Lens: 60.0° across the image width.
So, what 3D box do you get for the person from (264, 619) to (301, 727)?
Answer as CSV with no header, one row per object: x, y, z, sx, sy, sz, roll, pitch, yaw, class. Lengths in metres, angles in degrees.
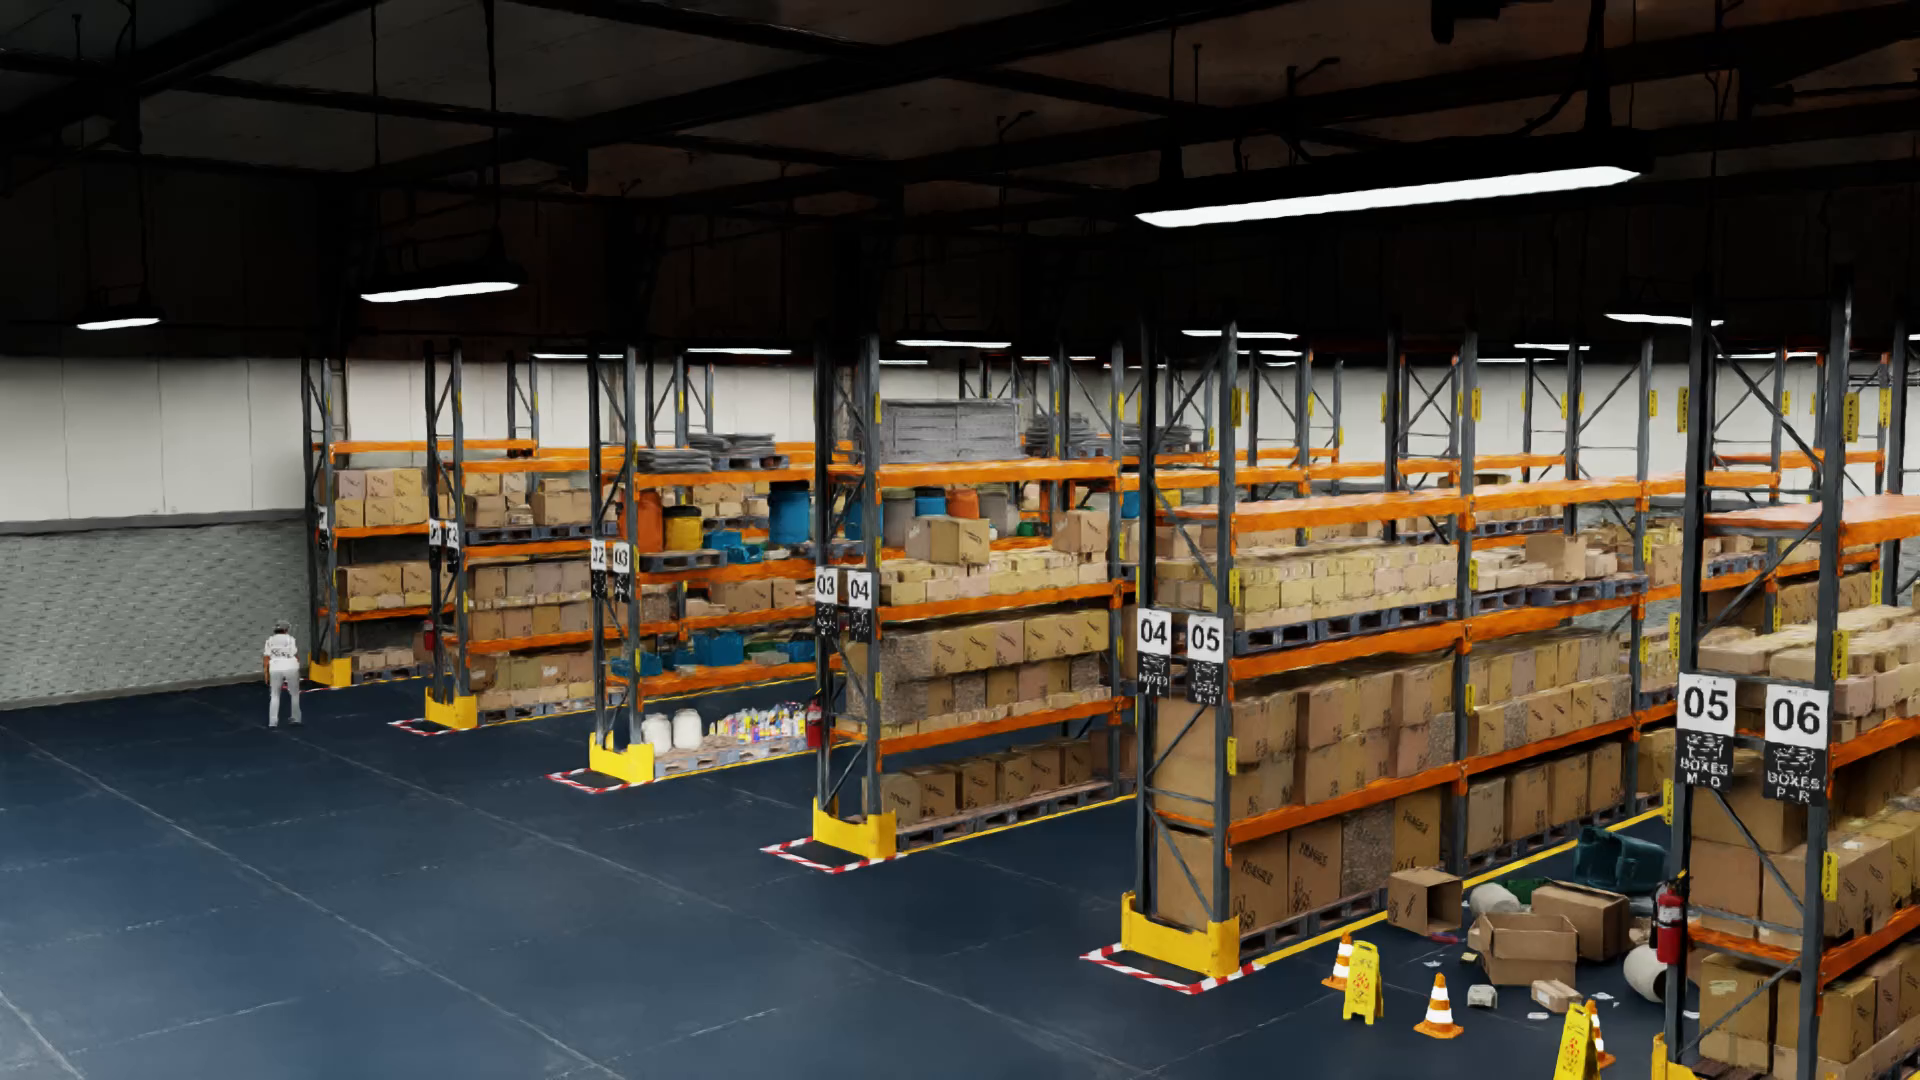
-10.519,2.057,25.823,0.499,1.666,0.468,-1,5,-14,person
